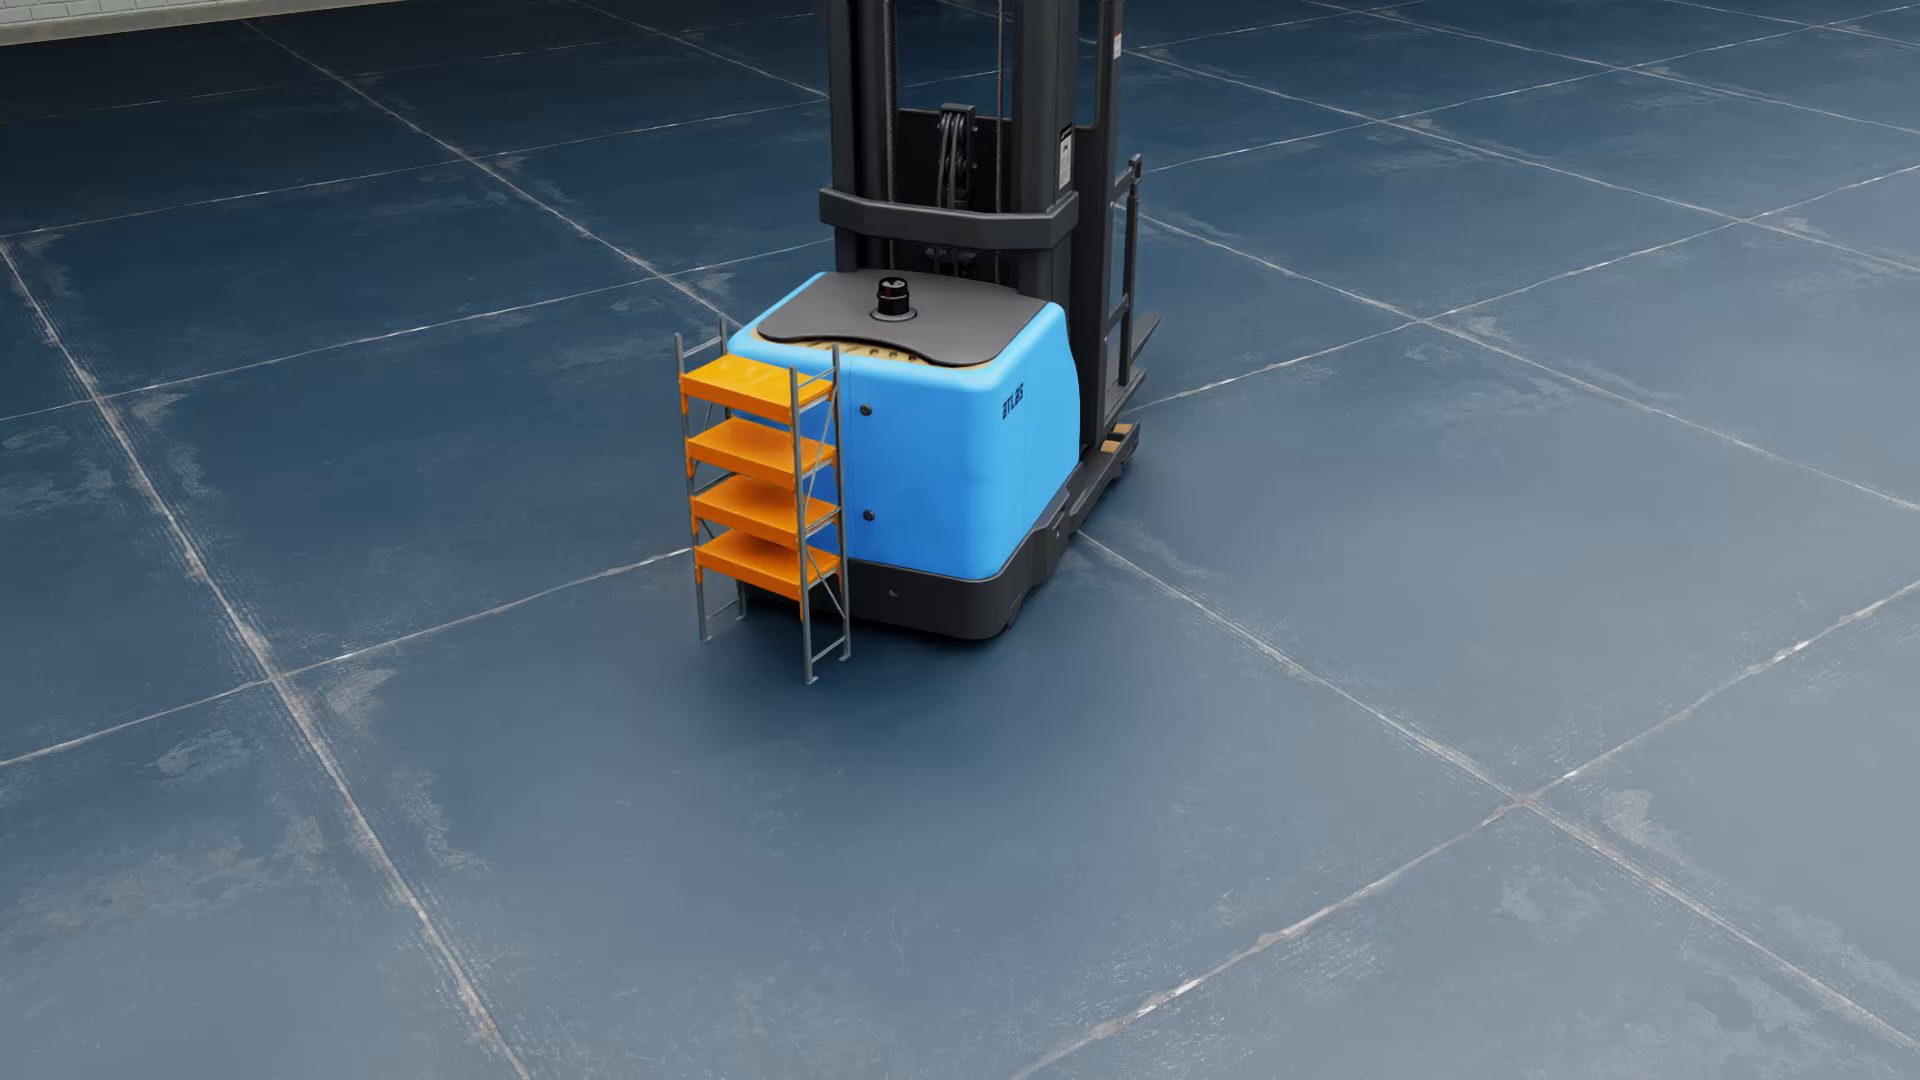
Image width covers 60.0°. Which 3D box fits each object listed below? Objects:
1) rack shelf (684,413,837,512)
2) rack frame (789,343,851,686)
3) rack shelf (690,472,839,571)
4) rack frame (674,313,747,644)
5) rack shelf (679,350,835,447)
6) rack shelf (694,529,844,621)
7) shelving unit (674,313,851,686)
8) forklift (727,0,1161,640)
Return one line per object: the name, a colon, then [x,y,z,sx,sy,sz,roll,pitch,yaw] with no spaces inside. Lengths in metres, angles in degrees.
rack shelf: [-0.669,-0.269,5.661,0.480,0.148,0.258,18,33,29]
rack frame: [-0.467,-0.067,5.616,0.015,1.200,0.240,18,33,29]
rack shelf: [-0.669,-0.073,5.768,0.480,0.148,0.258,18,33,29]
rack frame: [-0.872,-0.197,5.855,0.015,1.200,0.240,18,33,29]
rack shelf: [-0.669,-0.477,5.548,0.480,0.148,0.258,18,33,29]
rack shelf: [-0.669,0.102,5.862,0.480,0.148,0.258,18,33,29]
shelving unit: [-0.669,-0.132,5.735,0.503,1.200,0.258,18,33,29]
forklift: [0.159,-1.618,6.657,1.130,2.935,3.031,10,30,18]
